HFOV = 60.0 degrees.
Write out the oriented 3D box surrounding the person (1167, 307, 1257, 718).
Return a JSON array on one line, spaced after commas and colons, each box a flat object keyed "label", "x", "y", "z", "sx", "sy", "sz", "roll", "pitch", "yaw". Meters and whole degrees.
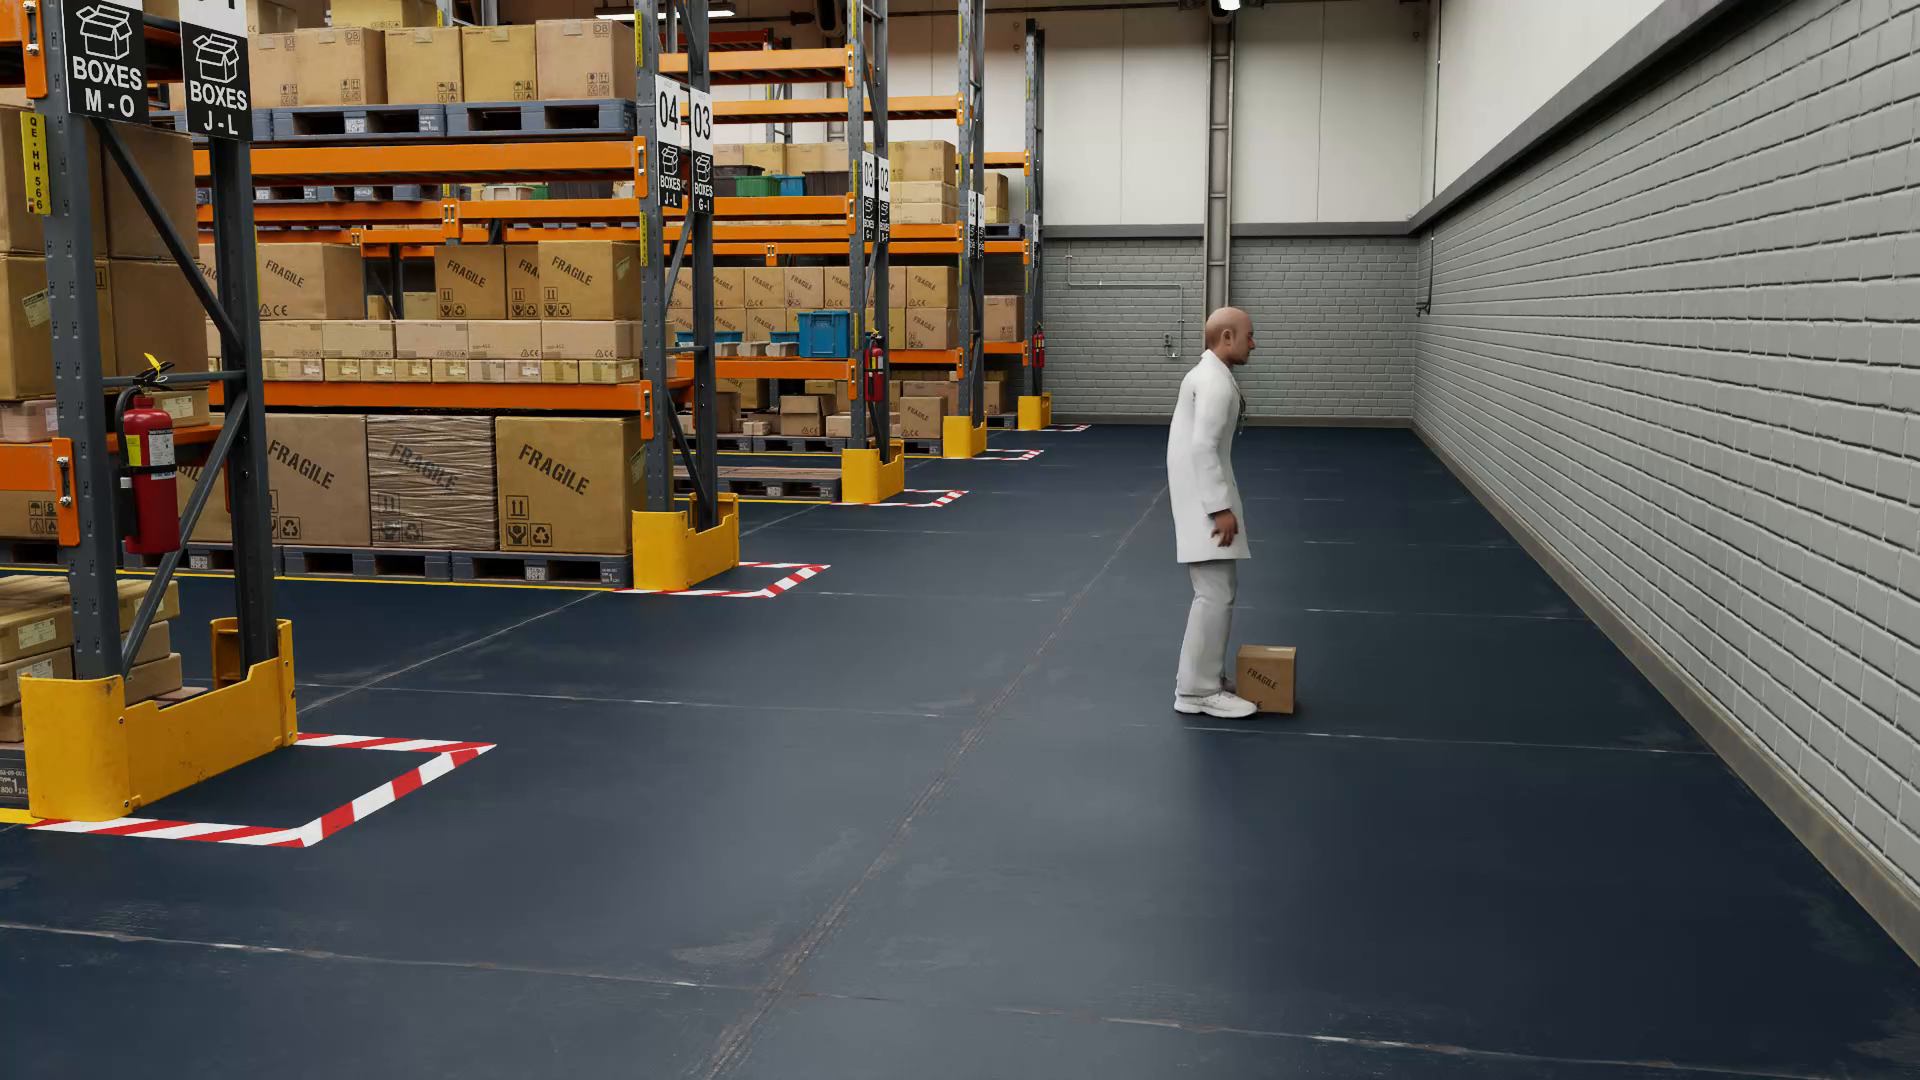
[{"label": "person", "x": 1.131, "y": -0.142, "z": 7.398, "sx": 0.425, "sy": 1.773, "sz": 0.652, "roll": 1, "pitch": 8, "yaw": 8}]
